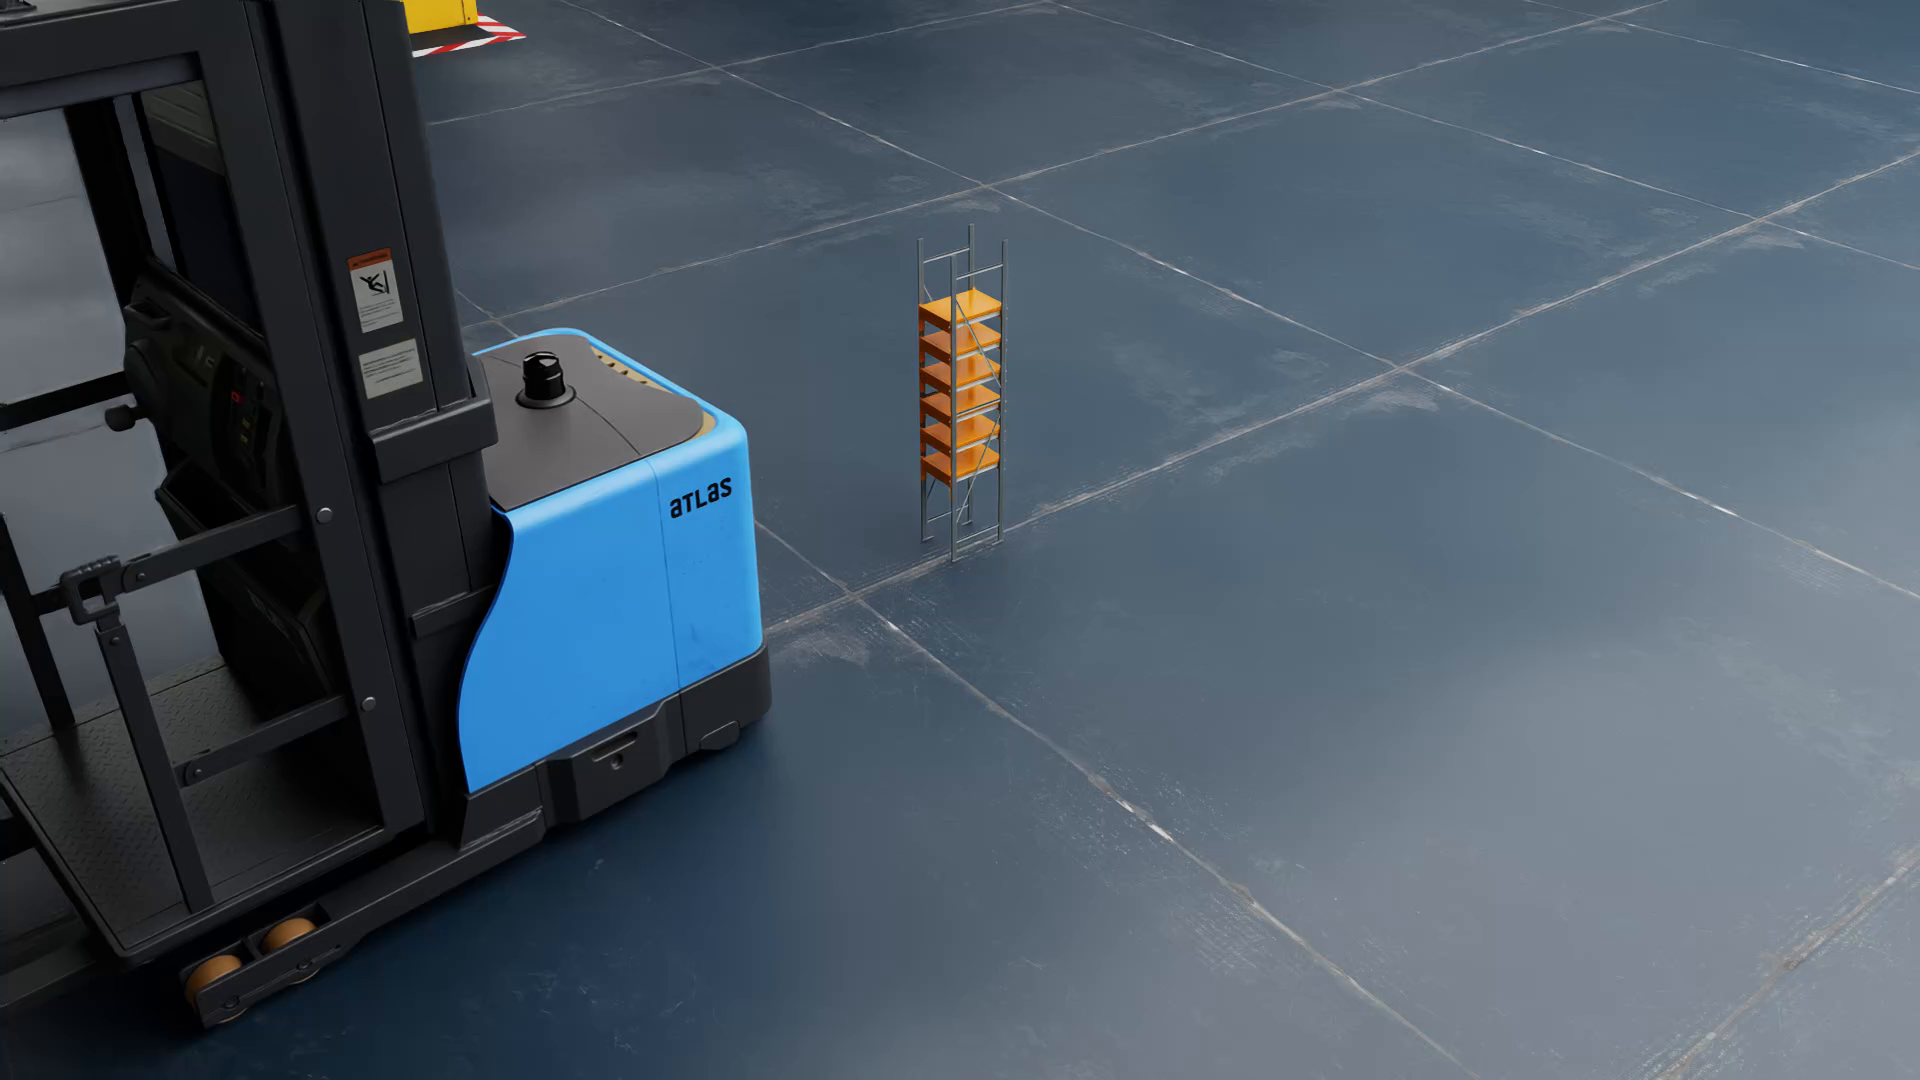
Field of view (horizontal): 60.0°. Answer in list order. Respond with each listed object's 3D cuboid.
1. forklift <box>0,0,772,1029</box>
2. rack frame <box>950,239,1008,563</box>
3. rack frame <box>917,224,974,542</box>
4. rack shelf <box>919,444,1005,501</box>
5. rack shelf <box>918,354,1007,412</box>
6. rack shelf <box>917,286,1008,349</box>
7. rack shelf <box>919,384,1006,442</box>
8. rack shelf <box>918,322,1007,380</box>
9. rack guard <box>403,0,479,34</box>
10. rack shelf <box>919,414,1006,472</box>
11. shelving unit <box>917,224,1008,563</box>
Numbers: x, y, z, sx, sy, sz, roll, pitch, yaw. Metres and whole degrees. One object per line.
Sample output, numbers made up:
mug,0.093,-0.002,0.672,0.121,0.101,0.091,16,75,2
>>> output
forklift,-2.020,-0.322,3.990,3.031,2.935,1.130,-26,40,-35
rack frame,0.065,-0.466,5.862,0.240,1.200,0.006,-22,38,-31
rack frame,-0.047,-0.542,5.985,0.240,1.200,0.006,-22,38,-31
rack shelf,0.009,-0.262,6.074,0.258,0.103,0.180,-22,38,-31
rack shelf,0.009,-0.568,5.884,0.258,0.103,0.180,-22,38,-31
rack shelf,0.009,-0.772,5.757,0.258,0.103,0.180,-22,38,-31
rack shelf,0.009,-0.466,5.947,0.258,0.103,0.180,-22,38,-31
rack shelf,0.009,-0.670,5.821,0.258,0.103,0.180,-22,38,-31
rack guard,-4.173,-3.997,12.212,1.175,0.500,0.348,-22,38,-31
rack shelf,0.009,-0.364,6.010,0.258,0.103,0.180,-22,38,-31
shelving unit,0.009,-0.504,5.924,0.258,1.200,0.189,-22,38,-31
